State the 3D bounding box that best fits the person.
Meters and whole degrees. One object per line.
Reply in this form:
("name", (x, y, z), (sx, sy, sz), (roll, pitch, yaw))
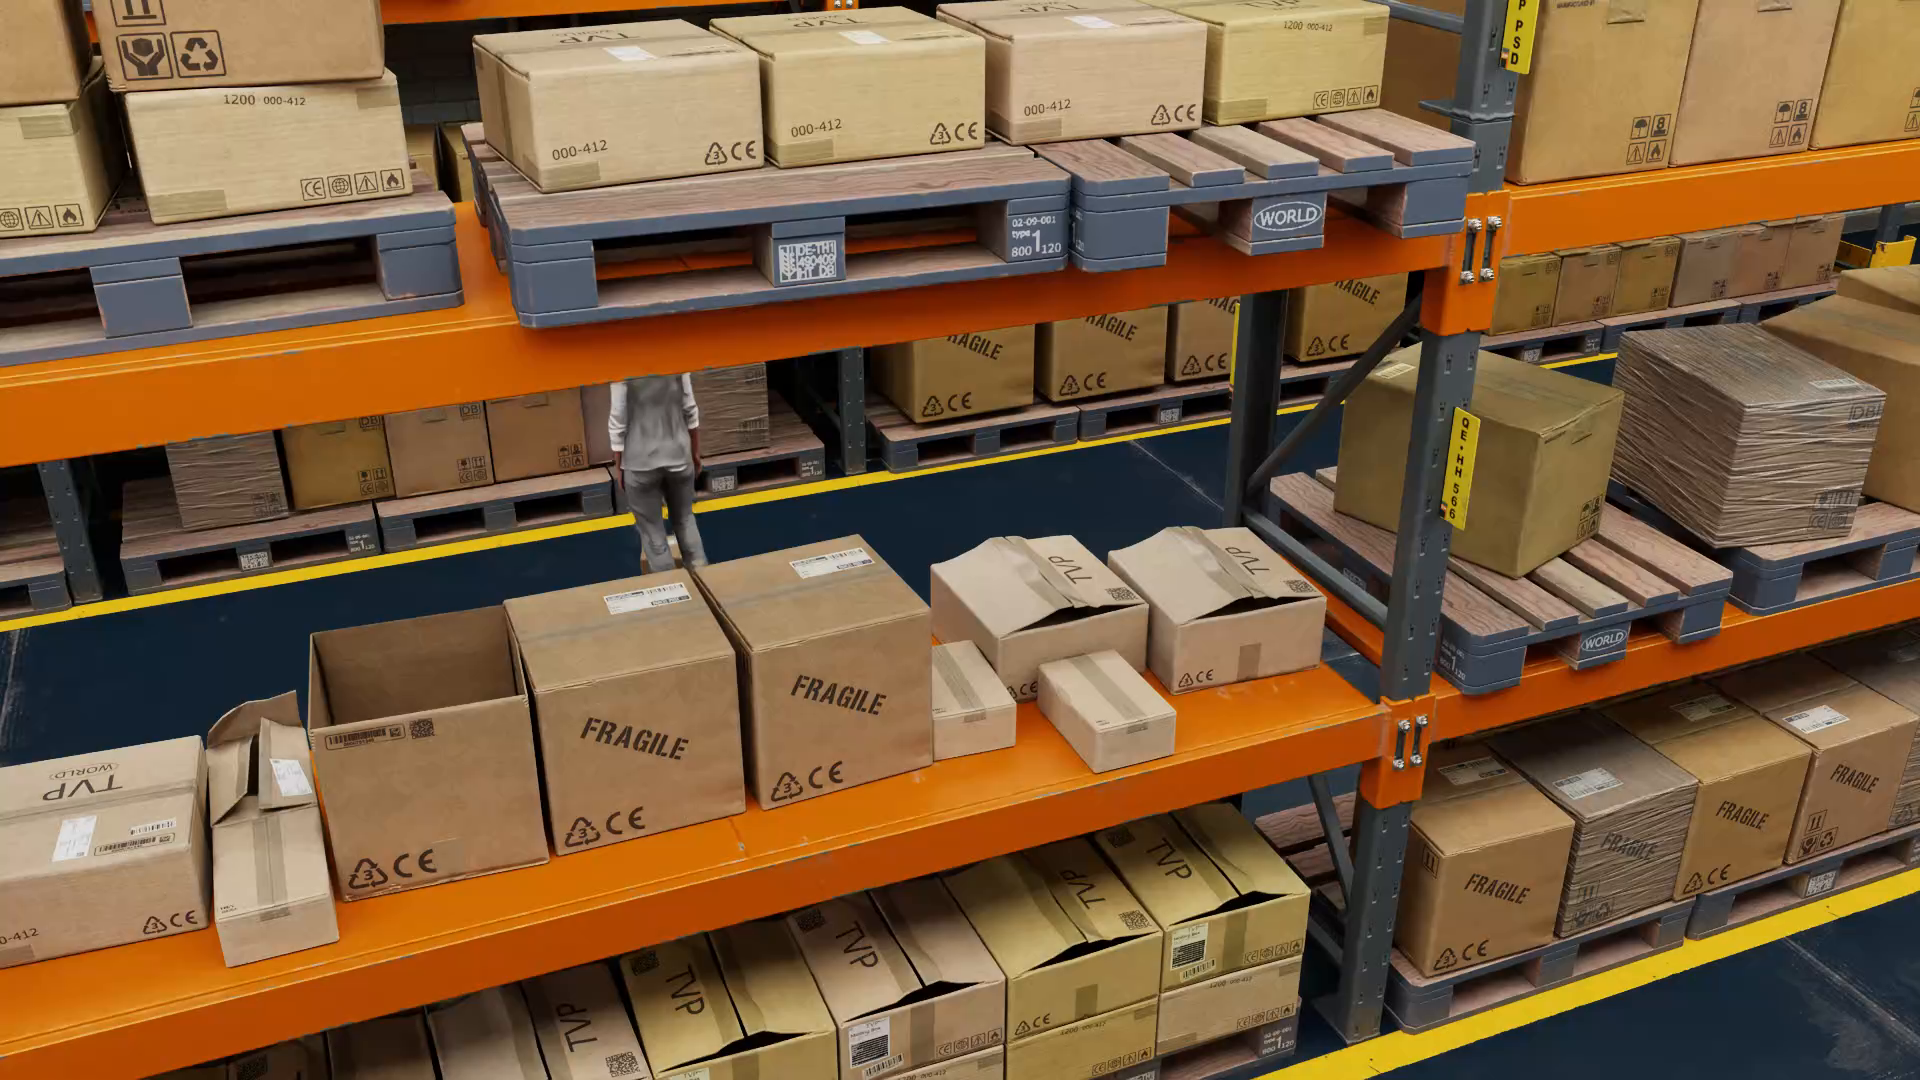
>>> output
("person", (-1.384, -0.344, 7.688), (0.438, 1.597, 0.392), (-16, 30, -29))
